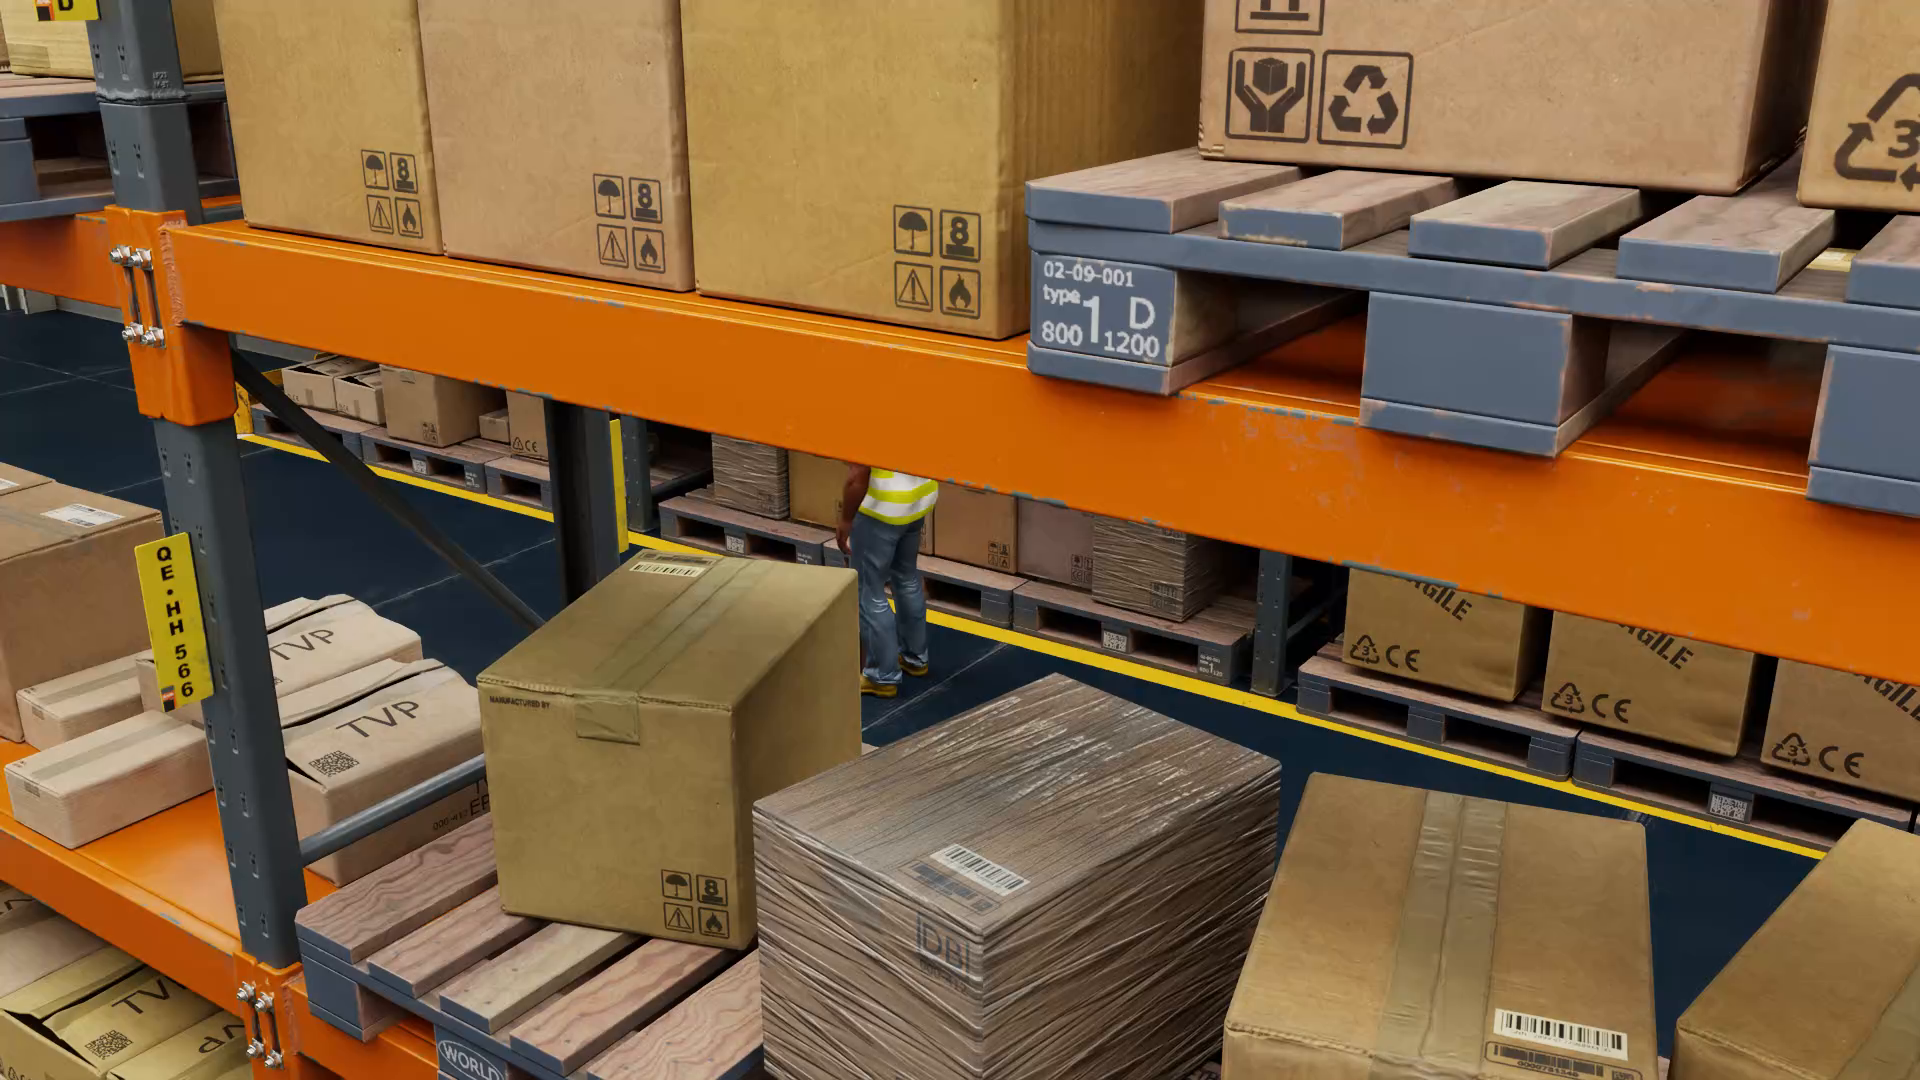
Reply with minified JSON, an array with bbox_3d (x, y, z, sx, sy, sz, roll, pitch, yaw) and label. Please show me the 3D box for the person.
[{"bbox_3d":[-0.347,-0.162,7.497,0.458,1.761,0.630,12,23,30],"label":"person"}]
